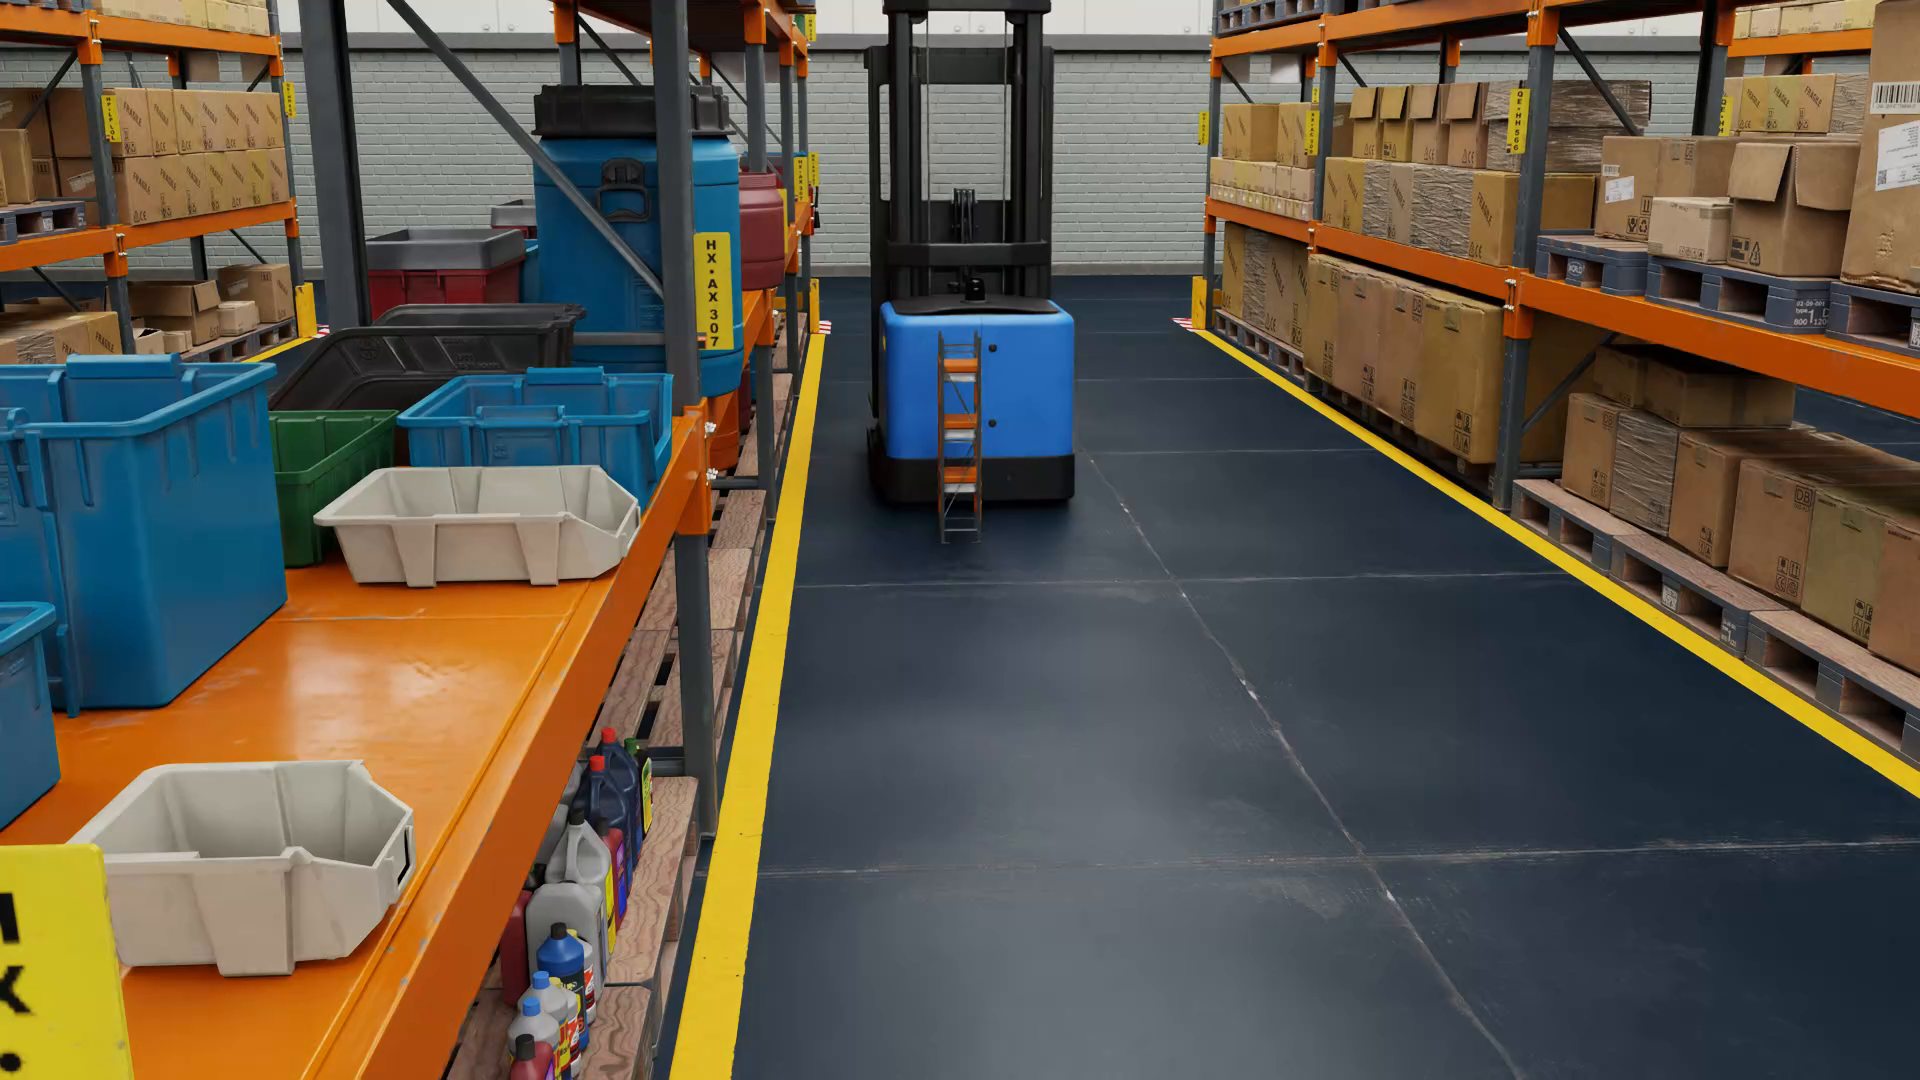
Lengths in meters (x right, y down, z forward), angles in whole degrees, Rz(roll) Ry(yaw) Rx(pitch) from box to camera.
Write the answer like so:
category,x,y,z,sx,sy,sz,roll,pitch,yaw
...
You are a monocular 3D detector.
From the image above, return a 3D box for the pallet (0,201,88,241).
category,x,y,z,sx,sy,sz,roll,pitch,yaw
pallet,-6.738,-2.177,11.351,1.003,0.211,1.213,-1,14,-3

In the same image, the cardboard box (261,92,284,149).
category,x,y,z,sx,sy,sz,roll,pitch,yaw
cardboard box,-6.625,-3.891,15.422,0.500,0.500,0.500,-1,14,-4

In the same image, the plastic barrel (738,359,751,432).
category,x,y,z,sx,sy,sz,roll,pitch,yaw
plastic barrel,-1.604,-0.988,10.345,0.600,0.588,0.708,-1,14,-3

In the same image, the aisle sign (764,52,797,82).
category,x,y,z,sx,sy,sz,roll,pitch,yaw
aisle sign,-1.695,-4.822,16.029,0.394,0.787,0.004,-1,14,-3

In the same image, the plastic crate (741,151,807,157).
category,x,y,z,sx,sy,sz,roll,pitch,yaw
plastic crate,-1.775,-3.506,15.942,0.616,0.435,0.499,-1,14,-3

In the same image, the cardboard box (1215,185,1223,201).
category,x,y,z,sx,sy,sz,roll,pitch,yaw
cardboard box,2.671,-3.338,15.984,0.380,0.149,0.250,-1,14,-4

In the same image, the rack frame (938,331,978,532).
category,x,y,z,sx,sy,sz,roll,pitch,yaw
rack frame,-0.011,-0.552,8.565,0.200,1.050,0.008,-1,14,-3

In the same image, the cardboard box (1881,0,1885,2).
category,x,y,z,sx,sy,sz,roll,pitch,yaw
cardboard box,7.846,-4.296,13.483,0.500,0.250,0.500,-1,14,-4

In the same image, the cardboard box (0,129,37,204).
category,x,y,z,sx,sy,sz,roll,pitch,yaw
cardboard box,-6.873,-2.600,11.570,0.700,0.500,0.500,-6,16,-22

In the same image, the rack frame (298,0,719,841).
category,x,y,z,sx,sy,sz,roll,pitch,yaw
rack frame,-1.239,-0.556,4.667,1.000,3.000,0.127,-1,14,-3

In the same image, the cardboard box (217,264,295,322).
category,x,y,z,sx,sy,sz,roll,pitch,yaw
cardboard box,-6.647,-2.336,15.718,0.500,0.500,0.500,-1,14,-3

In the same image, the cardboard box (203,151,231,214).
category,x,y,z,sx,sy,sz,roll,pitch,yaw
cardboard box,-6.535,-3.028,14.073,0.500,0.500,0.500,-1,14,-4

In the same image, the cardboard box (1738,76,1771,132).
category,x,y,z,sx,sy,sz,roll,pitch,yaw
cardboard box,7.718,-4.104,15.652,0.500,0.500,0.500,0,14,-2

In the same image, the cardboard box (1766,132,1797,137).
category,x,y,z,sx,sy,sz,roll,pitch,yaw
cardboard box,7.746,-3.490,15.273,0.500,0.500,0.500,-1,14,-3

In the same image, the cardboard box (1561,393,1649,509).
category,x,y,z,sx,sy,sz,roll,pitch,yaw
cardboard box,3.518,-0.463,8.441,0.700,0.500,0.500,-2,15,-6

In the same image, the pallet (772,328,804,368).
category,x,y,z,sx,sy,sz,roll,pitch,yaw
pallet,-1.898,-1.681,14.638,1.003,0.211,1.213,-1,14,-3

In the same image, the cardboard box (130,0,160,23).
category,x,y,z,sx,sy,sz,roll,pitch,yaw
cardboard box,-6.489,-4.099,12.720,0.500,0.250,0.500,-1,14,-3

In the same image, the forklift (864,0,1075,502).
category,x,y,z,sx,sy,sz,roll,pitch,yaw
forklift,-0.017,-1.939,10.181,1.130,2.935,3.031,-1,14,-5

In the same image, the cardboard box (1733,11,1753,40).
category,x,y,z,sx,sy,sz,roll,pitch,yaw
cardboard box,7.690,-4.933,15.959,0.500,0.250,0.500,0,14,-1

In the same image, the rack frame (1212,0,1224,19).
category,x,y,z,sx,sy,sz,roll,pitch,yaw
rack frame,2.961,-6.522,15.816,1.000,3.000,0.127,-1,14,-3

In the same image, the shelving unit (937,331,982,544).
category,x,y,z,sx,sy,sz,roll,pitch,yaw
shelving unit,-0.003,-0.522,8.447,0.215,1.050,0.252,-1,14,-3

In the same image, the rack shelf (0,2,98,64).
category,x,y,z,sx,sy,sz,roll,pitch,yaw
rack shelf,-6.555,-3.077,9.889,1.077,0.370,4.000,-1,14,-3

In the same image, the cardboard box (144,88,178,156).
category,x,y,z,sx,sy,sz,roll,pitch,yaw
cardboard box,-6.460,-3.252,12.940,0.500,0.500,0.500,-1,14,-5

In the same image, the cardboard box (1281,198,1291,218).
category,x,y,z,sx,sy,sz,roll,pitch,yaw
cardboard box,2.831,-2.699,13.500,0.380,0.149,0.250,-1,14,-4

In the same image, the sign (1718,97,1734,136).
category,x,y,z,sx,sy,sz,roll,pitch,yaw
sign,3.998,-2.160,8.738,0.100,0.325,0.005,-1,14,-3

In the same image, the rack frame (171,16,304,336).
category,x,y,z,sx,sy,sz,roll,pitch,yaw
rack frame,-6.927,-3.465,15.973,1.000,3.000,0.127,-1,14,-3

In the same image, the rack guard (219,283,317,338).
category,x,y,z,sx,sy,sz,roll,pitch,yaw
rack guard,-6.922,-2.235,16.211,1.175,0.500,0.348,-1,14,-3

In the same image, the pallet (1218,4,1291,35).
category,x,y,z,sx,sy,sz,roll,pitch,yaw
pallet,3.017,-4.842,15.484,1.003,0.211,1.213,-1,14,-3

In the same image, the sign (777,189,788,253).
category,x,y,z,sx,sy,sz,roll,pitch,yaw
sign,-0.938,-1.640,8.553,0.100,0.325,0.005,-1,14,-3

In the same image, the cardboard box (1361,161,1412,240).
category,x,y,z,sx,sy,sz,roll,pitch,yaw
cardboard box,3.050,-2.303,11.255,0.500,0.500,0.500,-1,14,-5

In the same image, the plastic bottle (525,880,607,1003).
category,x,y,z,sx,sy,sz,roll,pitch,yaw
plastic bottle,-0.874,0.874,3.691,0.152,0.276,0.135,-1,14,-2

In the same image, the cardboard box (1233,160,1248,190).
category,x,y,z,sx,sy,sz,roll,pitch,yaw
cardboard box,2.787,-3.310,15.077,0.500,0.250,0.500,-1,14,-5

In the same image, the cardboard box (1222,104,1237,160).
category,x,y,z,sx,sy,sz,roll,pitch,yaw
cardboard box,2.752,-3.803,15.488,0.500,0.500,0.500,-1,14,-5

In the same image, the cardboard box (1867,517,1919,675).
category,x,y,z,sx,sy,sz,roll,pitch,yaw
cardboard box,3.688,0.212,5.816,0.700,0.500,0.500,-2,15,-8

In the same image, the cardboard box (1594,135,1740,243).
category,x,y,z,sx,sy,sz,roll,pitch,yaw
cardboard box,3.530,-1.745,8.246,0.500,0.500,0.500,-3,15,-10

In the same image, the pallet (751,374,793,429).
category,x,y,z,sx,sy,sz,roll,pitch,yaw
pallet,-1.729,-1.002,11.999,1.003,0.211,1.213,-1,14,-3

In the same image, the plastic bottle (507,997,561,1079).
category,x,y,z,sx,sy,sz,roll,pitch,yaw
plastic bottle,-0.814,1.006,3.188,0.097,0.271,0.097,0,14,0

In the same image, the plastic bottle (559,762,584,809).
category,x,y,z,sx,sy,sz,roll,pitch,yaw
plastic bottle,-1.055,0.672,4.328,0.144,0.351,0.185,-1,14,-3

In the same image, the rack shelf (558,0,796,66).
category,x,y,z,sx,sy,sz,roll,pitch,yaw
rack shelf,-1.611,-3.152,10.182,1.077,0.370,4.000,-1,14,-3

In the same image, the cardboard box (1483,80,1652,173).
category,x,y,z,sx,sy,sz,roll,pitch,yaw
cardboard box,3.427,-2.343,9.401,0.797,0.503,0.637,0,14,-2

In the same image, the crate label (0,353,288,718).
category,x,y,z,sx,sy,sz,roll,pitch,yaw
crate label,-1.375,-0.032,2.559,0.502,0.435,0.616,-1,14,-3

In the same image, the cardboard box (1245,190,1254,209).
category,x,y,z,sx,sy,sz,roll,pitch,yaw
cardboard box,2.750,-3.019,14.745,0.380,0.149,0.250,-1,14,-5

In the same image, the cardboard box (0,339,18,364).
category,x,y,z,sx,sy,sz,roll,pitch,yaw
cardboard box,-6.276,-0.980,10.449,0.500,0.500,0.500,-1,14,-5

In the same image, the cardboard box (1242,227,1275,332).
category,x,y,z,sx,sy,sz,roll,pitch,yaw
cardboard box,3.137,-2.407,15.282,0.875,0.875,0.875,-1,14,-3

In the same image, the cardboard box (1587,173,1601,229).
category,x,y,z,sx,sy,sz,roll,pitch,yaw
cardboard box,3.698,-1.801,9.304,0.500,0.500,0.500,0,14,-2

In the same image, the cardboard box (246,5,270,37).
category,x,y,z,sx,sy,sz,roll,pitch,yaw
cardboard box,-6.632,-4.721,15.137,0.500,0.250,0.500,-1,14,-3

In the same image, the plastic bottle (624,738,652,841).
category,x,y,z,sx,sy,sz,roll,pitch,yaw
plastic bottle,-0.880,0.661,4.505,0.061,0.283,0.133,0,14,-1

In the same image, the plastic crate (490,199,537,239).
category,x,y,z,sx,sy,sz,roll,pitch,yaw
plastic crate,-1.692,-1.175,6.945,0.402,0.464,0.583,-1,14,-3

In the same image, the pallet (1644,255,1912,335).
category,x,y,z,sx,sy,sz,roll,pitch,yaw
pallet,3.620,-1.043,6.944,1.003,0.211,1.213,-1,14,-3

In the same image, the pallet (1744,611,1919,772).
category,x,y,z,sx,sy,sz,roll,pitch,yaw
pallet,3.655,0.525,6.064,1.003,0.211,1.213,-1,14,-3

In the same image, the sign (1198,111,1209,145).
category,x,y,z,sx,sy,sz,roll,pitch,yaw
sign,2.407,-4.067,16.418,0.100,0.325,0.005,-1,14,-3

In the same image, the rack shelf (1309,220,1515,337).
category,x,y,z,sx,sy,sz,roll,pitch,yaw
rack shelf,3.333,-1.776,10.853,1.077,0.370,4.000,-1,14,-3

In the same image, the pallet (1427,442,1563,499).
category,x,y,z,sx,sy,sz,roll,pitch,yaw
pallet,3.483,-0.474,9.945,1.003,0.211,1.213,-1,14,-3

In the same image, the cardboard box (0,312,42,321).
category,x,y,z,sx,sy,sz,roll,pitch,yaw
cardboard box,-6.892,-1.348,11.881,0.500,0.500,0.500,-2,15,-6
